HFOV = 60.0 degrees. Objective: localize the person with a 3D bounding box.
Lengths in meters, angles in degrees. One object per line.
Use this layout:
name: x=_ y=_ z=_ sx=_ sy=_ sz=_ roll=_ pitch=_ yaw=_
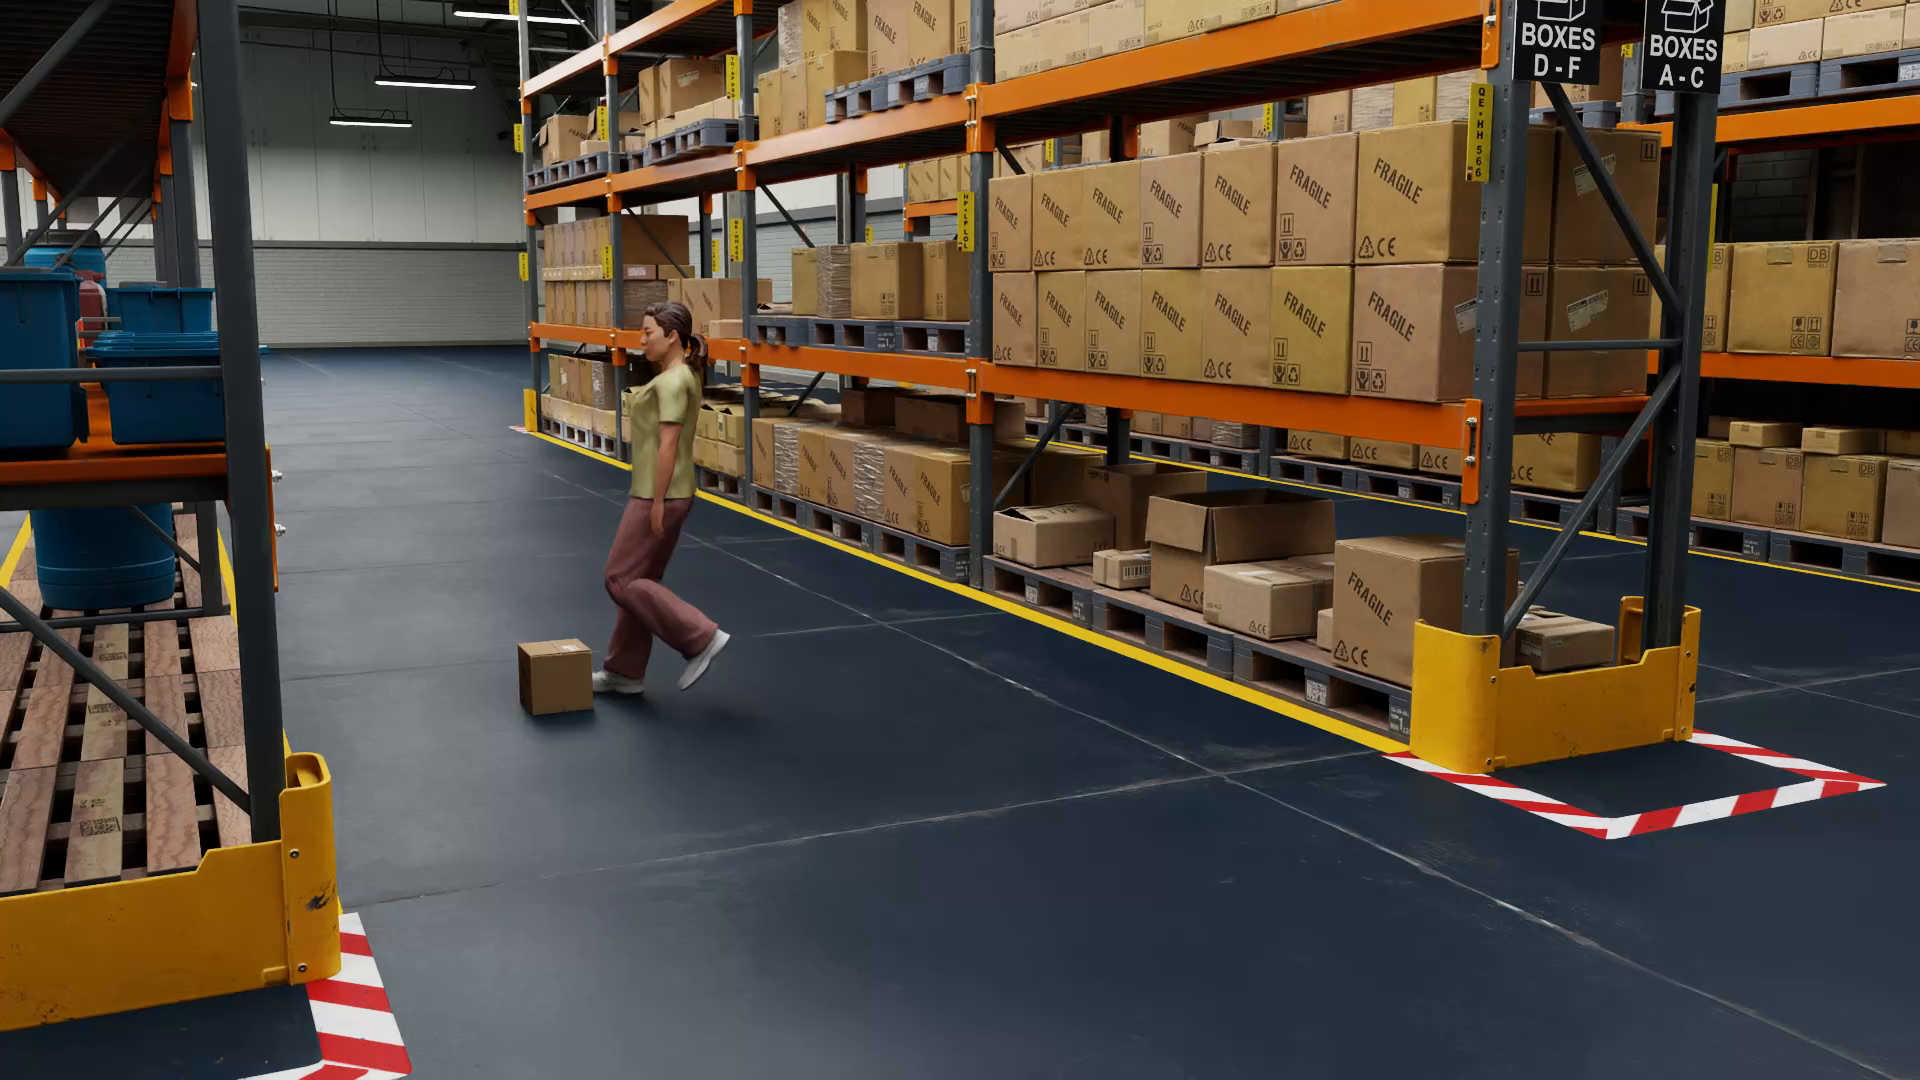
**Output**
person: x=-1.304 y=-0.166 z=6.943 sx=0.690 sy=1.654 sz=0.491 roll=0 pitch=9 yaw=-1
